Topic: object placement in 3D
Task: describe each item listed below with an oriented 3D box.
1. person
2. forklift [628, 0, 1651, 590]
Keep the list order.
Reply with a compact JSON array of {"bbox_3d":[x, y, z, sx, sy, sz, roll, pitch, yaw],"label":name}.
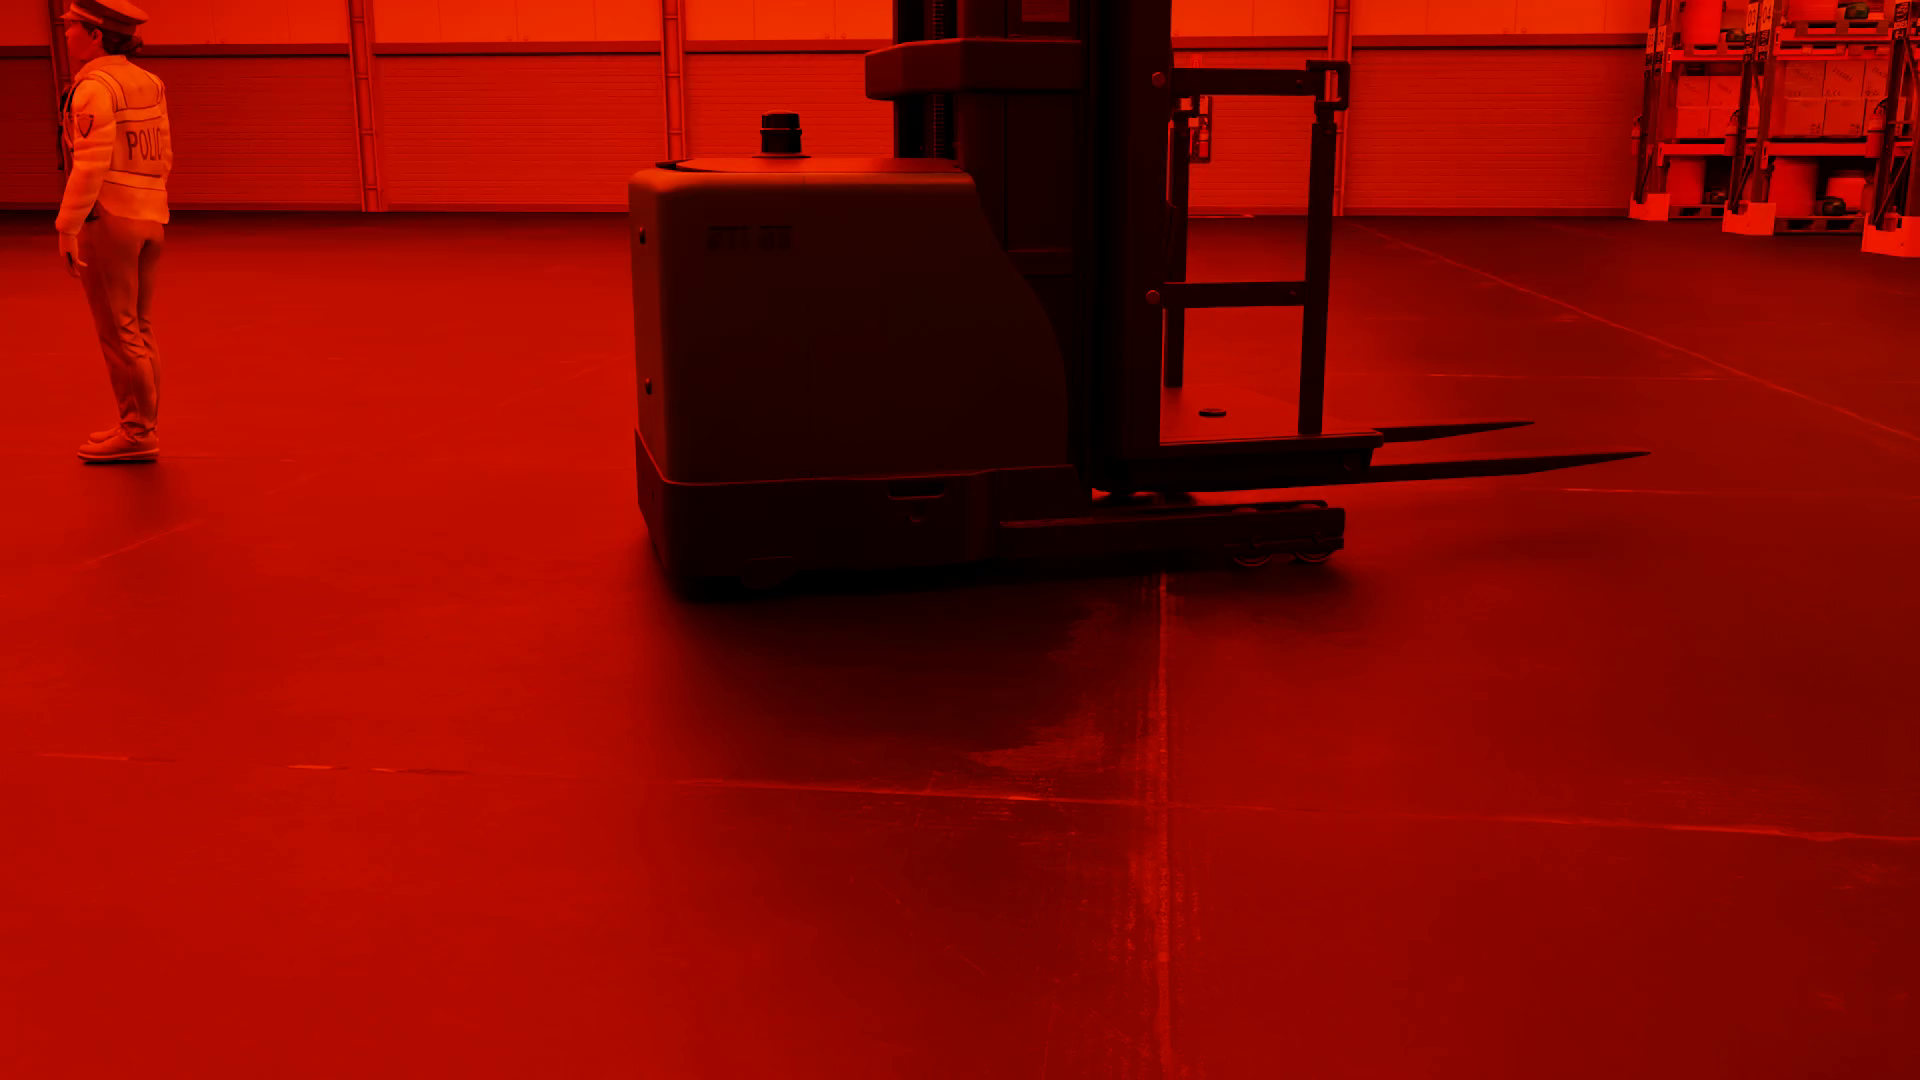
[{"bbox_3d":[-3.121,-1.131,6.031,0.530,1.693,0.587,0,13,2],"label":"person"},{"bbox_3d":[0.587,-1.464,4.770,3.031,2.935,1.130,-4,14,-15],"label":"forklift"}]
